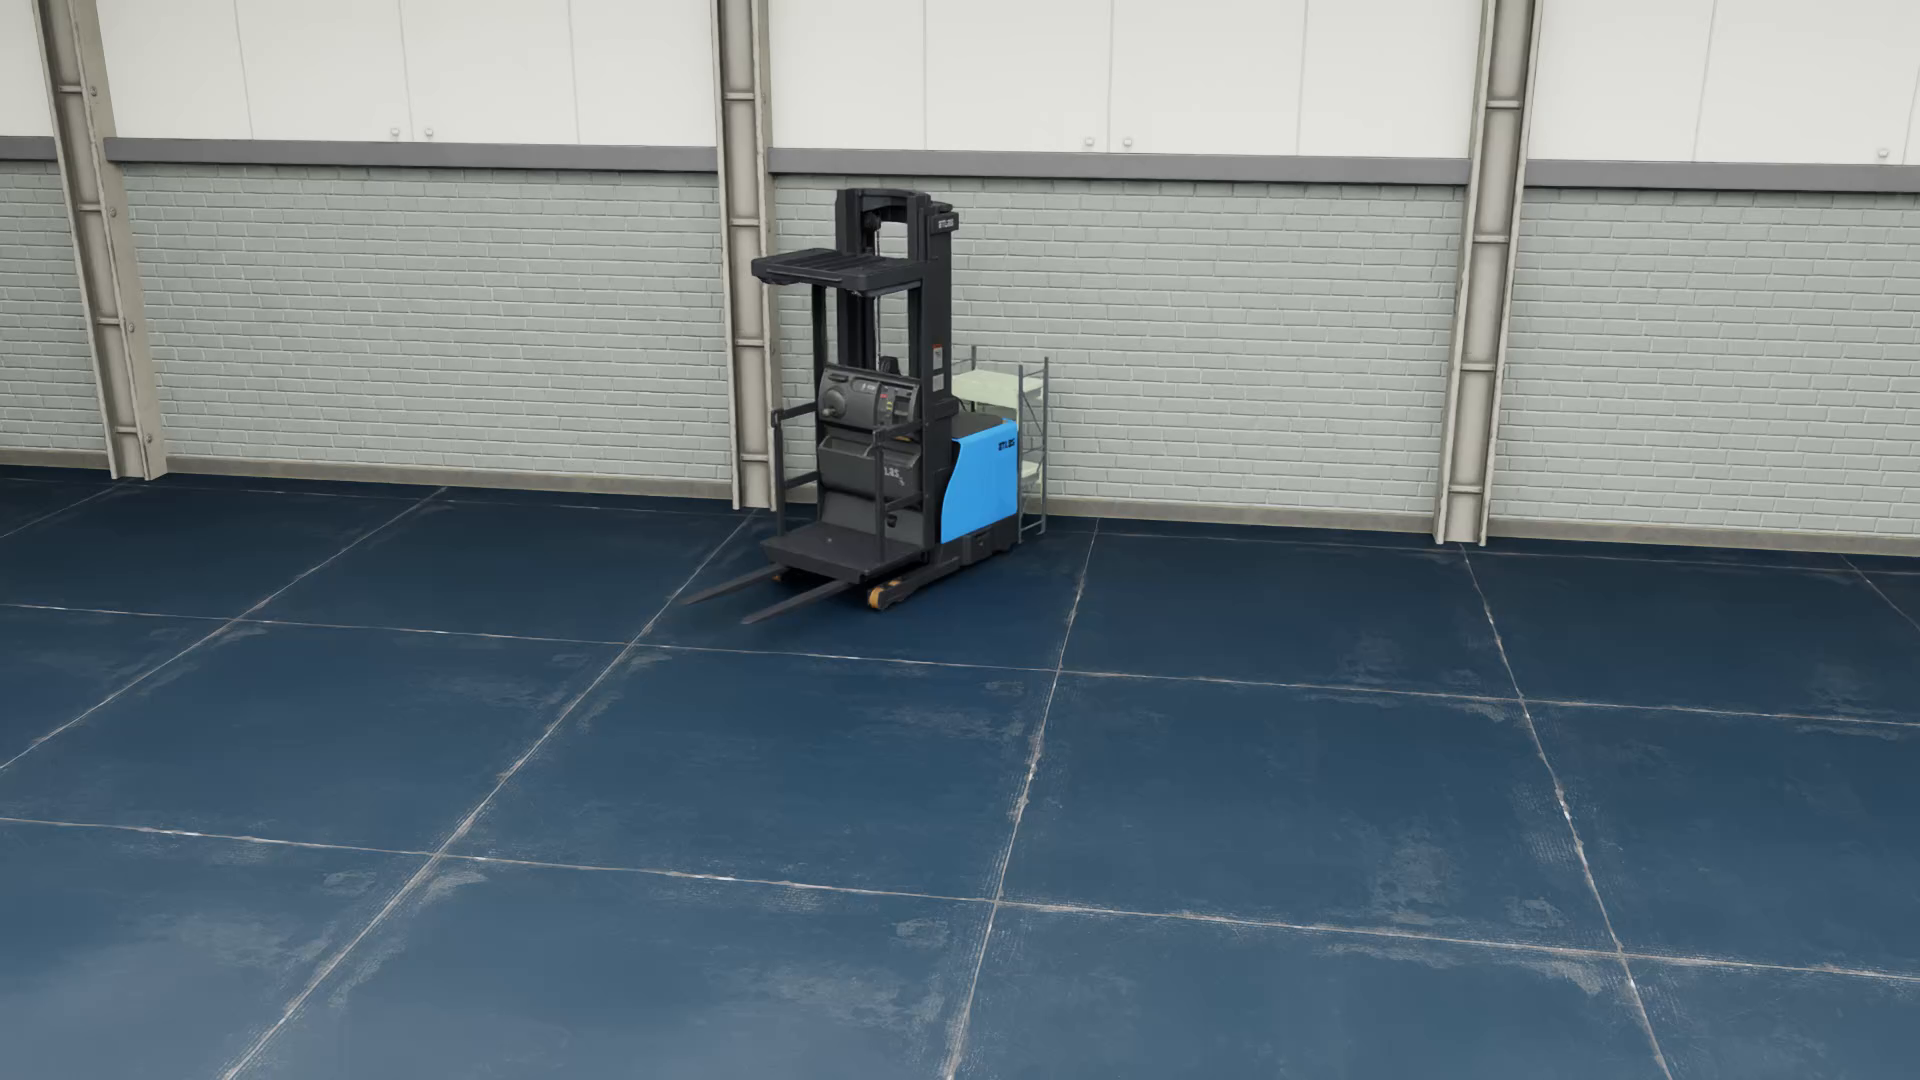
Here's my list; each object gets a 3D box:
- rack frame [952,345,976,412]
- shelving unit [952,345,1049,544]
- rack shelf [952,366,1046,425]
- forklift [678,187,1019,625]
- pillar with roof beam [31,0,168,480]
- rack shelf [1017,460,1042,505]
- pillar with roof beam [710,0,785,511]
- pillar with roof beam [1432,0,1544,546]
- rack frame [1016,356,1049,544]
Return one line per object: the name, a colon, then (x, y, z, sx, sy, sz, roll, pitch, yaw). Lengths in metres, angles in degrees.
rack frame: (0.007, -0.871, 14.042, 0.023, 1.500, 0.400, 13, 23, 35)
shelving unit: (0.300, -0.802, 13.835, 0.755, 1.500, 0.431, 13, 23, 35)
rack shelf: (0.300, -1.172, 13.711, 0.720, 0.370, 0.431, 13, 23, 35)
forklift: (-0.815, -1.050, 12.322, 1.130, 2.935, 3.031, 14, 23, 35)
pillar with roof beam: (-8.384, -3.530, 10.173, 0.400, 9.000, 9.100, 3, 19, 9)
rack shelf: (0.300, -0.492, 13.938, 0.720, 0.370, 0.431, 13, 23, 35)
pillar with roof beam: (-2.460, -3.229, 9.270, 0.400, 9.000, 9.100, 3, 19, 9)
pillar with roof beam: (3.464, -2.927, 8.368, 0.400, 9.000, 9.100, 3, 19, 9)
rack frame: (0.594, -0.732, 13.628, 0.023, 1.500, 0.400, 13, 23, 35)
